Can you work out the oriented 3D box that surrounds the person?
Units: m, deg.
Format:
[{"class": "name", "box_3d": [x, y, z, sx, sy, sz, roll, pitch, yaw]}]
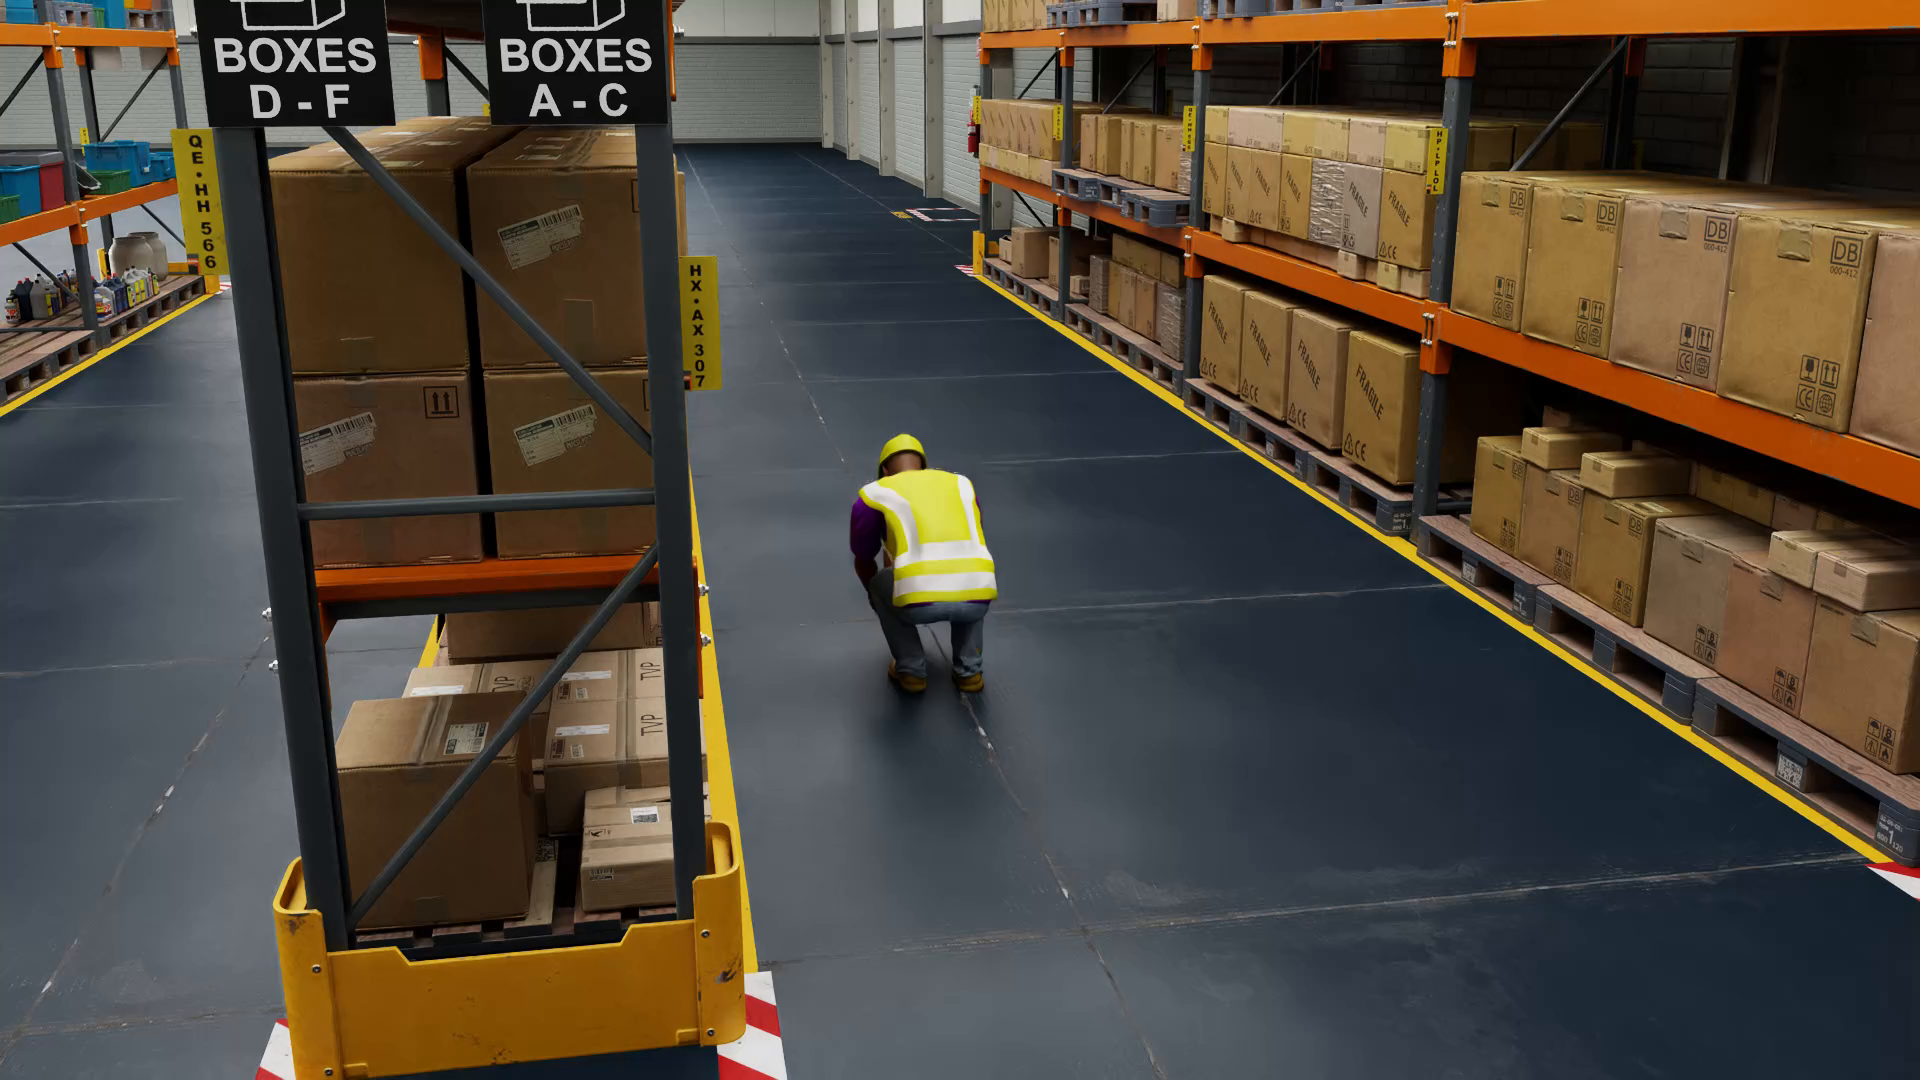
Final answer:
[{"class": "person", "box_3d": [-0.159, 0.099, 7.038, 0.586, 0.998, 0.892, -3, 17, -10]}]
